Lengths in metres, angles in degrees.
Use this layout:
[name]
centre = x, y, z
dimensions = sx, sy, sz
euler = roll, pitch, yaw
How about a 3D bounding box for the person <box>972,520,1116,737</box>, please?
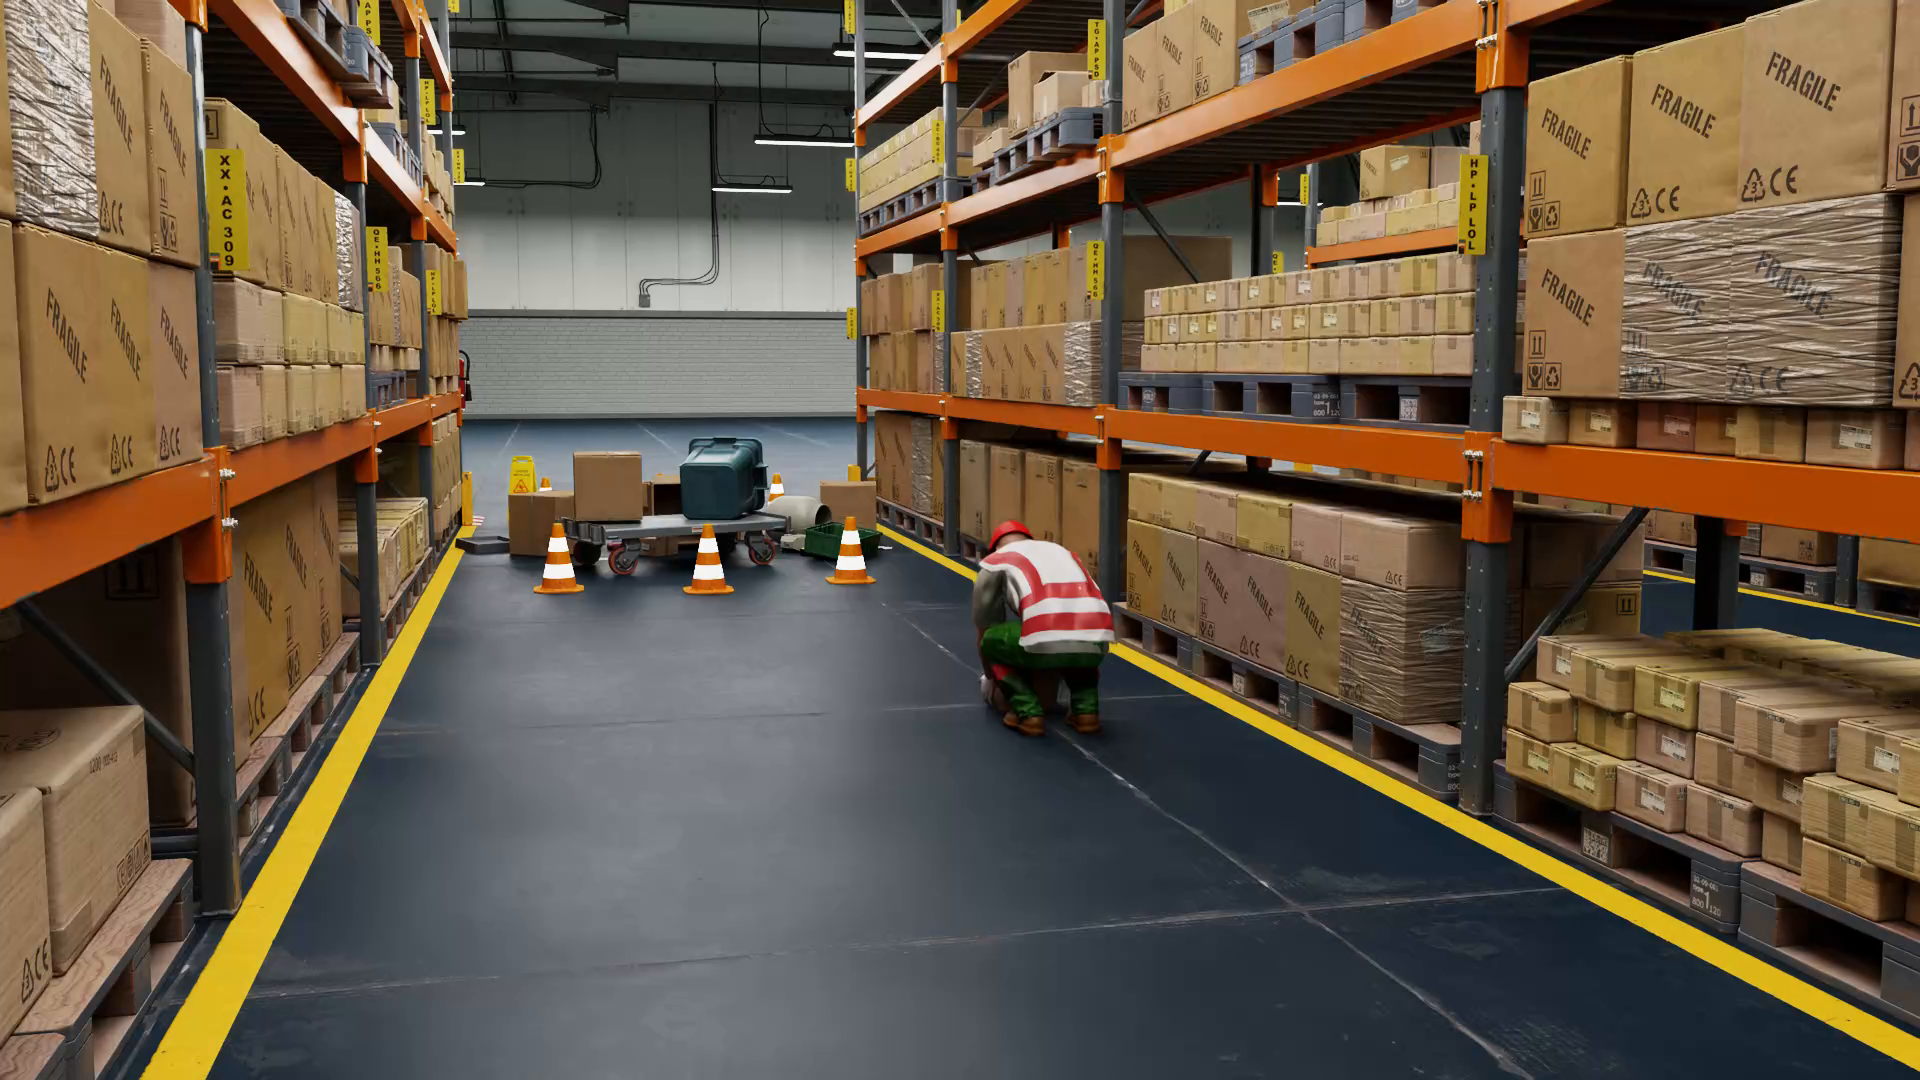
[person]
centre = 0.352, 0.382, 7.223
dimensions = 0.560, 0.874, 0.892
euler = -1, 6, -13
